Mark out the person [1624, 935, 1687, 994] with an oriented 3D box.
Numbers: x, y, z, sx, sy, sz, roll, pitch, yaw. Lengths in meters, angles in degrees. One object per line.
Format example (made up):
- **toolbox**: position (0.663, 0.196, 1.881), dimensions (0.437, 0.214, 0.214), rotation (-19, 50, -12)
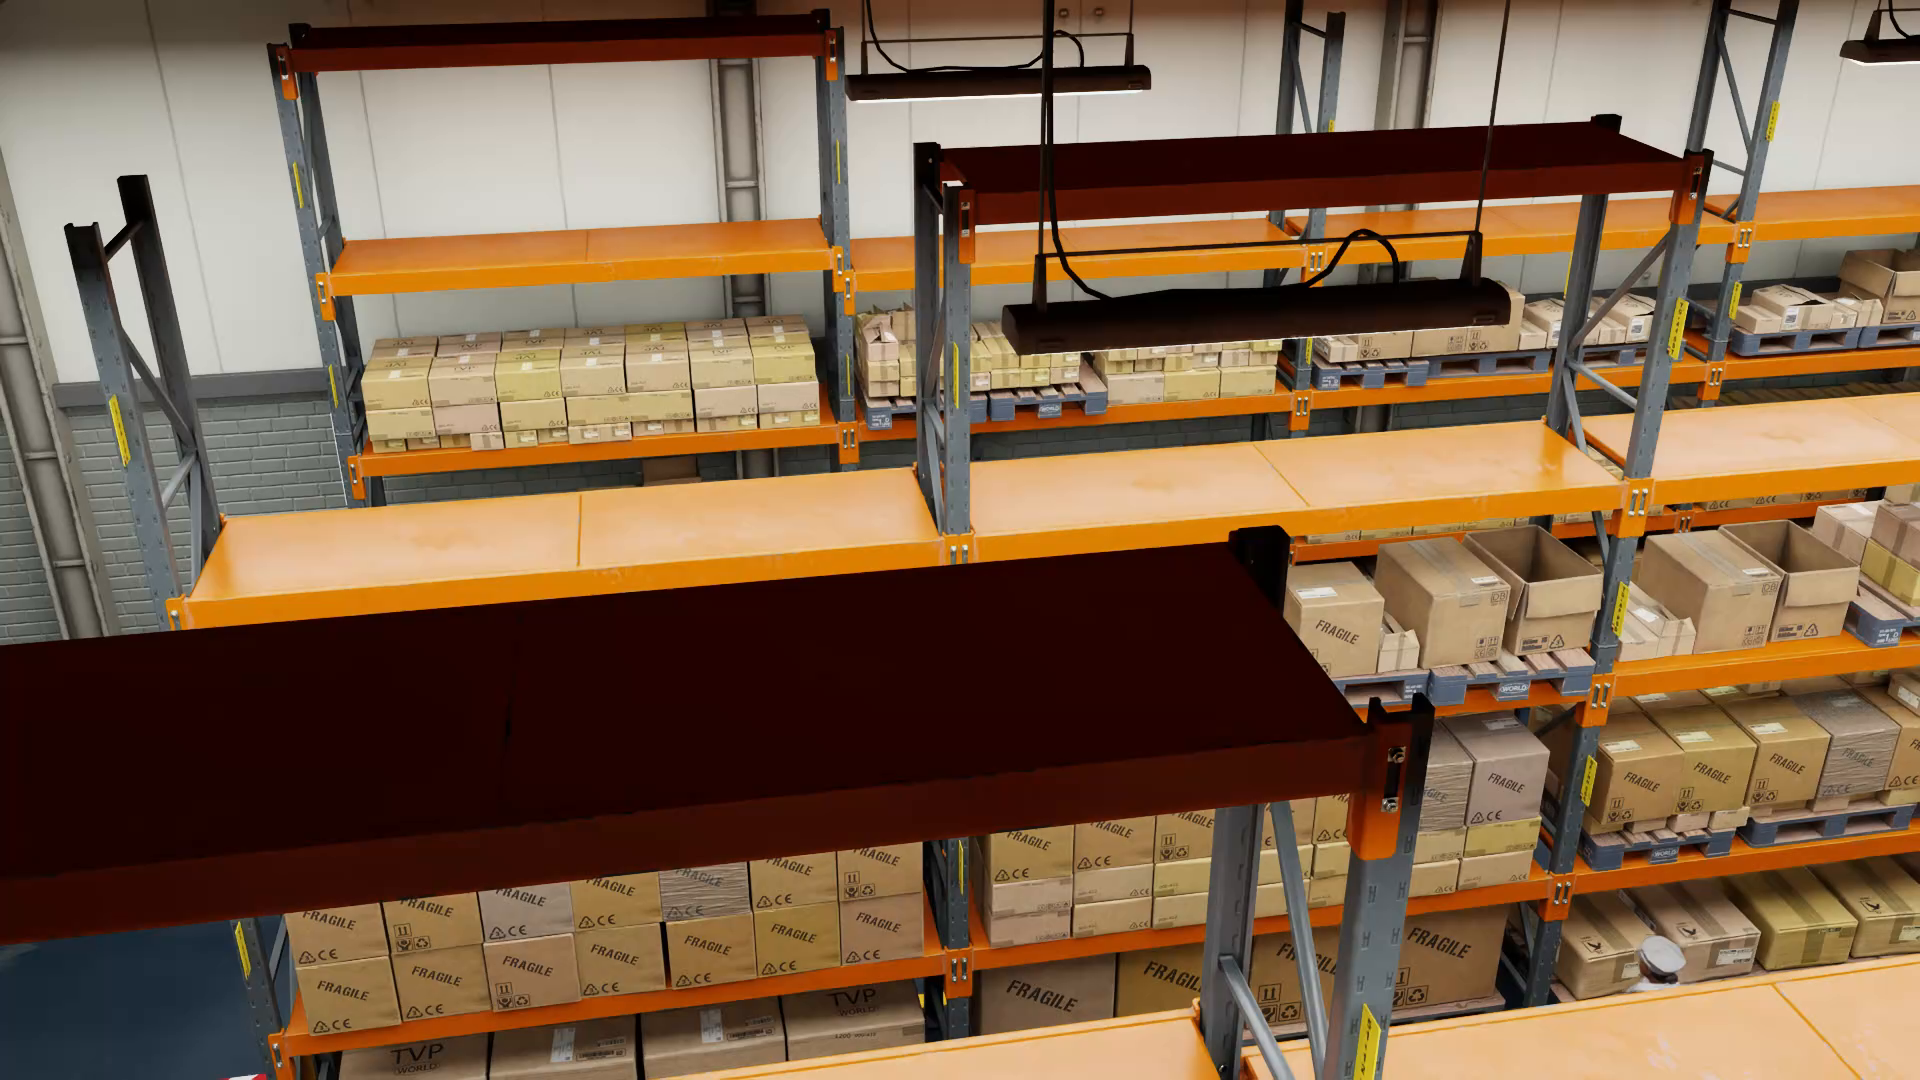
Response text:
- **person**: position (4.047, 3.098, 9.956), dimensions (0.370, 1.690, 0.456), rotation (9, 27, 18)
